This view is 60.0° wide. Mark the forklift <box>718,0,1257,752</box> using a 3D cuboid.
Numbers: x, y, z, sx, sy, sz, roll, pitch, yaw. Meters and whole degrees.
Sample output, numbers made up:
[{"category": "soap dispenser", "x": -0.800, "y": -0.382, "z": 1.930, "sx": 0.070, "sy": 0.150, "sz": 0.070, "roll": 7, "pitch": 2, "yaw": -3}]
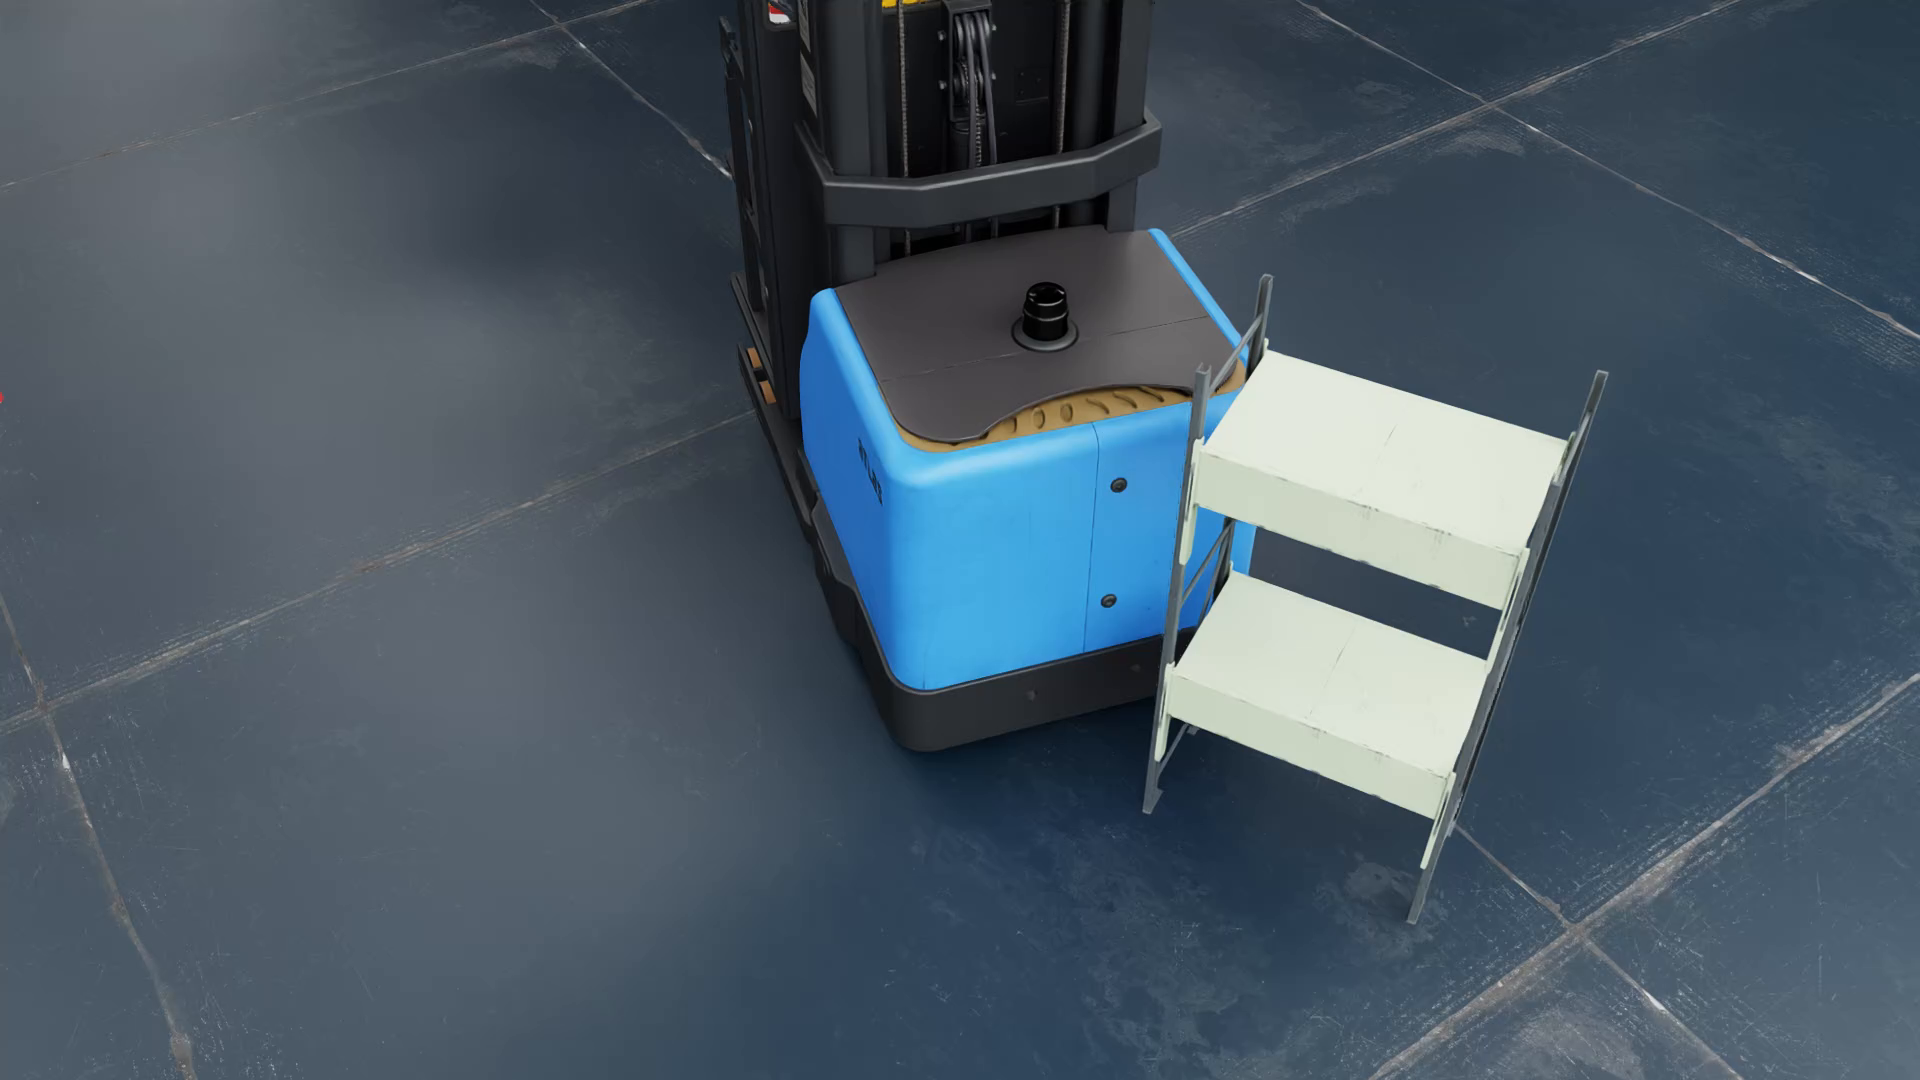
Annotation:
[{"category": "forklift", "x": -0.129, "y": -1.517, "z": 4.716, "sx": 1.130, "sy": 2.935, "sz": 3.031, "roll": -13, "pitch": 45, "yaw": -13}]

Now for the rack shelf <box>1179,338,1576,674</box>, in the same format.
[{"category": "rack shelf", "x": 0.915, "y": -0.088, "z": 3.689, "sx": 0.720, "sy": 0.370, "sz": 0.431, "roll": 20, "pitch": 48, "yaw": 20}]

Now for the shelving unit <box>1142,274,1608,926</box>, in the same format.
[{"category": "shelving unit", "x": 0.916, "y": 0.194, "z": 3.960, "sx": 0.755, "sy": 1.500, "sz": 0.431, "roll": 20, "pitch": 48, "yaw": 20}]

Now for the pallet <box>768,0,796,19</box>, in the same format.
[{"category": "pallet", "x": -0.710, "y": -3.047, "z": 8.289, "sx": 1.003, "sy": 0.211, "sz": 1.213, "roll": -26, "pitch": 49, "yaw": -24}]

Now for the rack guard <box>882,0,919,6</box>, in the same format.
[{"category": "rack guard", "x": -0.174, "y": -2.716, "z": 7.733, "sx": 1.175, "sy": 0.500, "sz": 0.348, "roll": -26, "pitch": 49, "yaw": -24}]

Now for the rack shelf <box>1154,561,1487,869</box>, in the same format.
[{"category": "rack shelf", "x": 0.917, "y": 0.429, "z": 4.186, "sx": 0.720, "sy": 0.370, "sz": 0.431, "roll": 20, "pitch": 48, "yaw": 20}]

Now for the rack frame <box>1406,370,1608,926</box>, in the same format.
[{"category": "rack frame", "x": 1.238, "y": 0.313, "z": 3.834, "sx": 0.023, "sy": 1.500, "sz": 0.400, "roll": 20, "pitch": 48, "yaw": 20}]

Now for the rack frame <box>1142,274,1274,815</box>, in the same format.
[{"category": "rack frame", "x": 0.594, "y": 0.074, "z": 4.085, "sx": 0.023, "sy": 1.500, "sz": 0.400, "roll": 20, "pitch": 48, "yaw": 20}]
